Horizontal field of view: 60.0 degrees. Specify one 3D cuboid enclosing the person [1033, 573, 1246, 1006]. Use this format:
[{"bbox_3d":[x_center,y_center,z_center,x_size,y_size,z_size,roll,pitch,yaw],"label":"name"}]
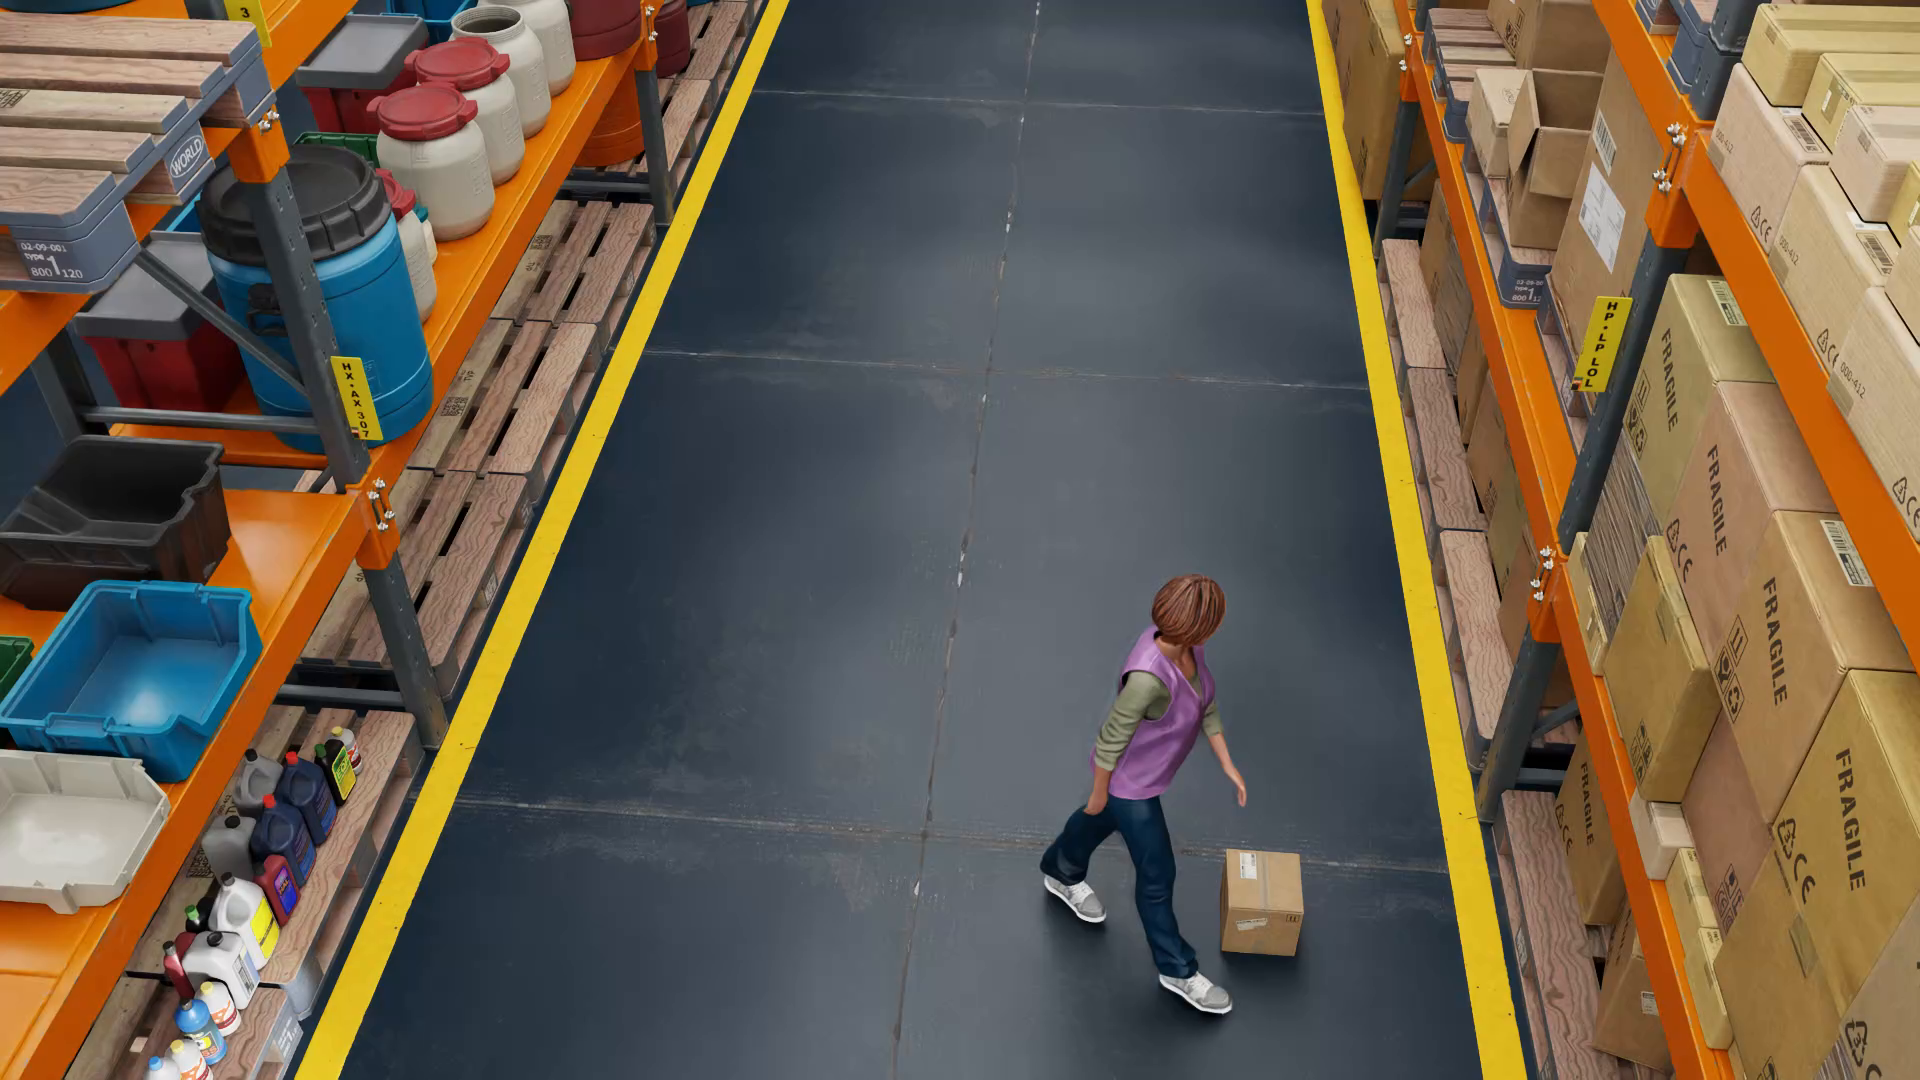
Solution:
[{"bbox_3d":[0.617,0.762,5.289,0.829,1.538,0.462,16,43,18],"label":"person"}]
